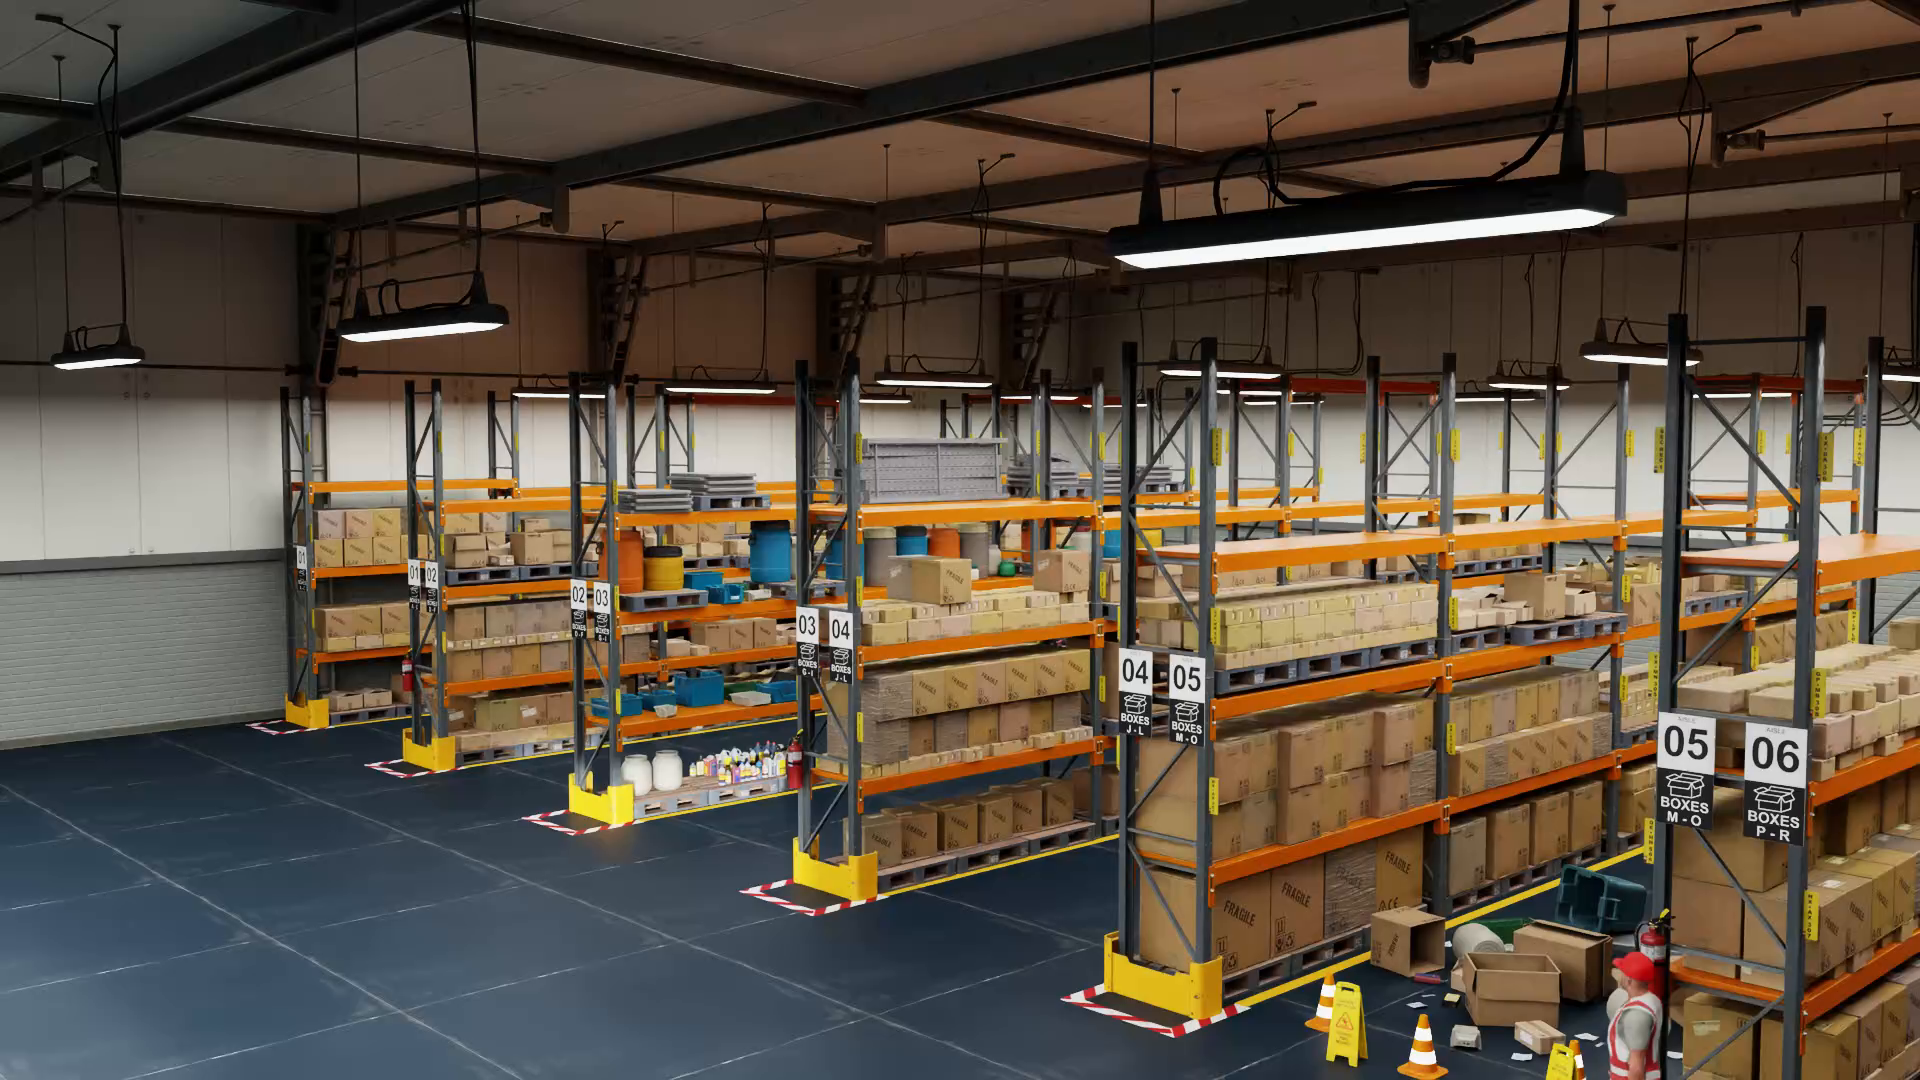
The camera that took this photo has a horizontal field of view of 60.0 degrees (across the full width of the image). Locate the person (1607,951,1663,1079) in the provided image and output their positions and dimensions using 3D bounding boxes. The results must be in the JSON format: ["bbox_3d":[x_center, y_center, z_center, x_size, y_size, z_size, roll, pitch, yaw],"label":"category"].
[{"bbox_3d":[4.324,3.560,10.799,0.460,1.793,0.581,1,4,16],"label":"person"}]

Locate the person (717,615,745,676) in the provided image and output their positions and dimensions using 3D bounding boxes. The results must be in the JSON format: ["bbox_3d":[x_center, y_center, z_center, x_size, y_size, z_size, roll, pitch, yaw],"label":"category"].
[{"bbox_3d":[-4.386,2.268,31.872,0.560,1.745,0.432,-2,4,-33],"label":"person"}]
